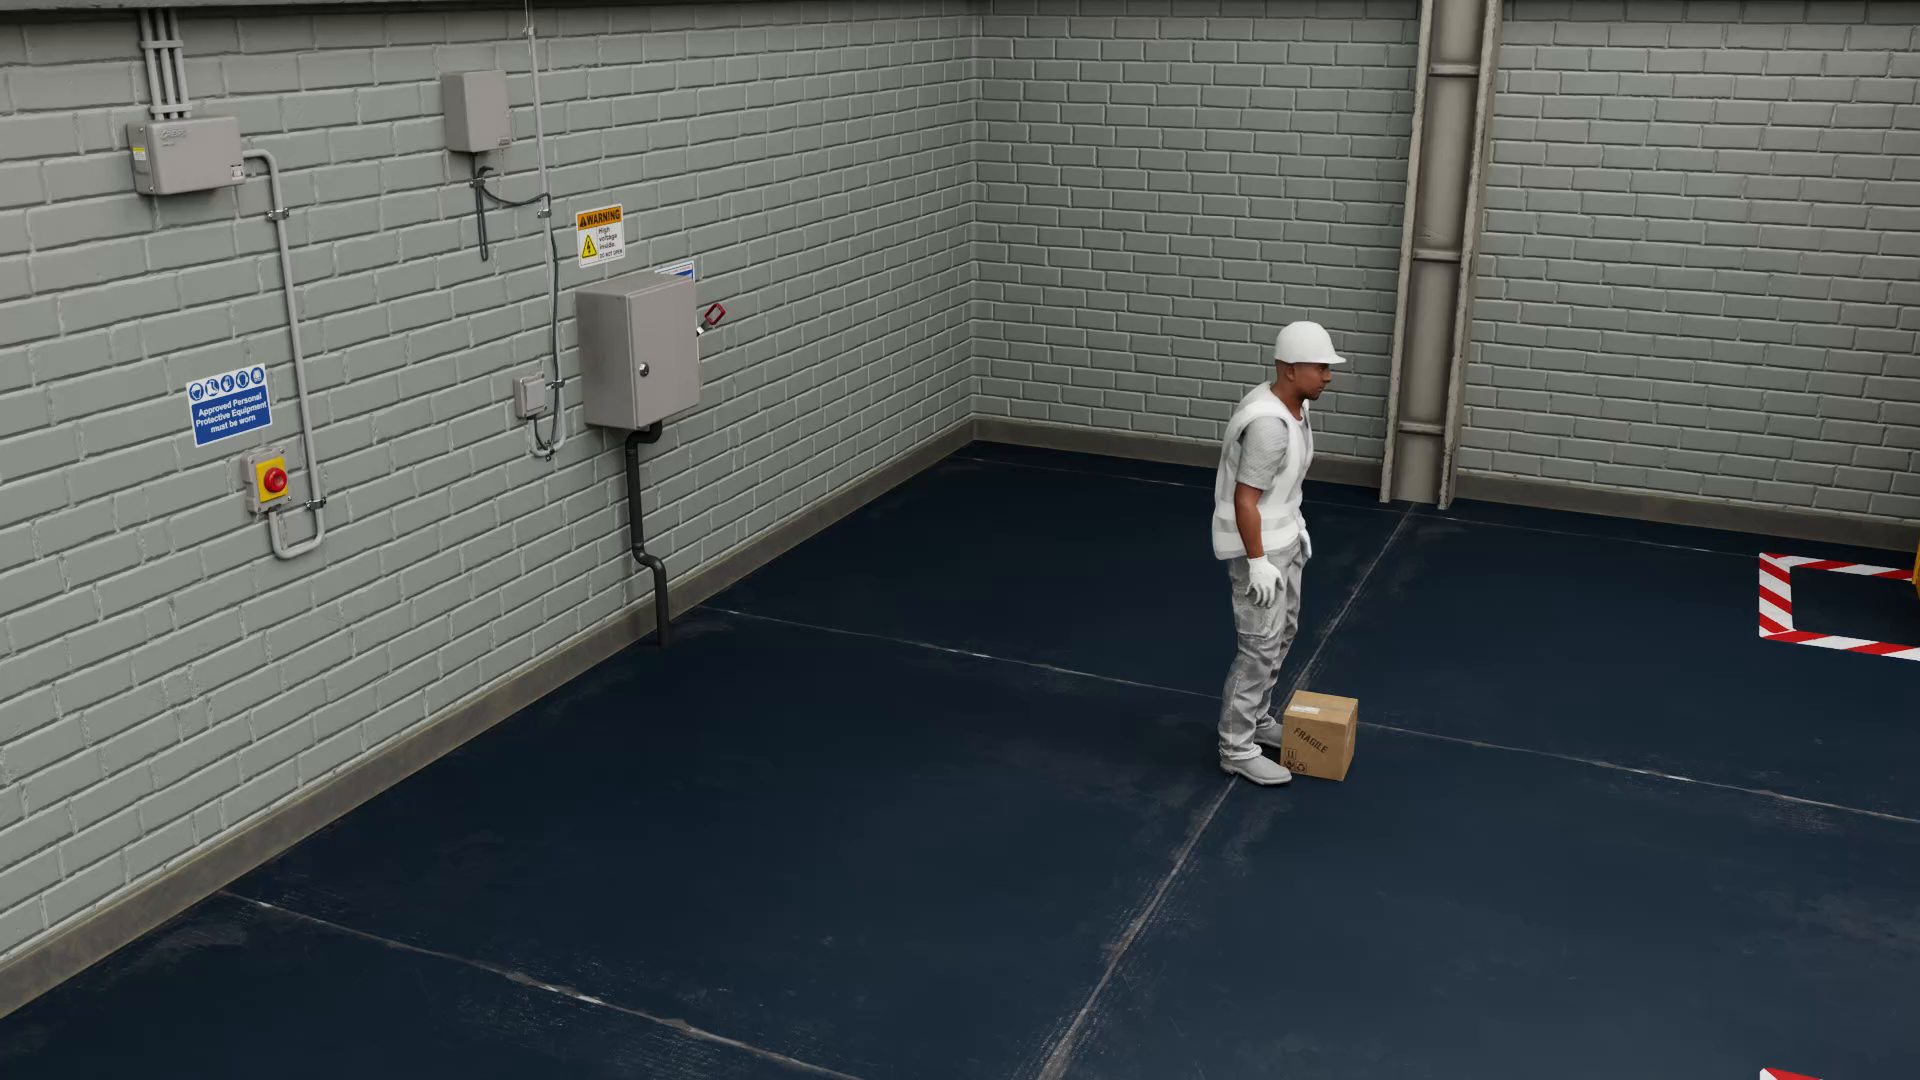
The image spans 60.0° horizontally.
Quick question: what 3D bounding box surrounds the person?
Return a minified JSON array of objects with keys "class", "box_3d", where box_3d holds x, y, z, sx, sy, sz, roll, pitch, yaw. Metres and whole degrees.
[{"class":"person","box_3d":[1.212,0.031,6.454,0.446,1.775,0.619,8,21,23]}]
